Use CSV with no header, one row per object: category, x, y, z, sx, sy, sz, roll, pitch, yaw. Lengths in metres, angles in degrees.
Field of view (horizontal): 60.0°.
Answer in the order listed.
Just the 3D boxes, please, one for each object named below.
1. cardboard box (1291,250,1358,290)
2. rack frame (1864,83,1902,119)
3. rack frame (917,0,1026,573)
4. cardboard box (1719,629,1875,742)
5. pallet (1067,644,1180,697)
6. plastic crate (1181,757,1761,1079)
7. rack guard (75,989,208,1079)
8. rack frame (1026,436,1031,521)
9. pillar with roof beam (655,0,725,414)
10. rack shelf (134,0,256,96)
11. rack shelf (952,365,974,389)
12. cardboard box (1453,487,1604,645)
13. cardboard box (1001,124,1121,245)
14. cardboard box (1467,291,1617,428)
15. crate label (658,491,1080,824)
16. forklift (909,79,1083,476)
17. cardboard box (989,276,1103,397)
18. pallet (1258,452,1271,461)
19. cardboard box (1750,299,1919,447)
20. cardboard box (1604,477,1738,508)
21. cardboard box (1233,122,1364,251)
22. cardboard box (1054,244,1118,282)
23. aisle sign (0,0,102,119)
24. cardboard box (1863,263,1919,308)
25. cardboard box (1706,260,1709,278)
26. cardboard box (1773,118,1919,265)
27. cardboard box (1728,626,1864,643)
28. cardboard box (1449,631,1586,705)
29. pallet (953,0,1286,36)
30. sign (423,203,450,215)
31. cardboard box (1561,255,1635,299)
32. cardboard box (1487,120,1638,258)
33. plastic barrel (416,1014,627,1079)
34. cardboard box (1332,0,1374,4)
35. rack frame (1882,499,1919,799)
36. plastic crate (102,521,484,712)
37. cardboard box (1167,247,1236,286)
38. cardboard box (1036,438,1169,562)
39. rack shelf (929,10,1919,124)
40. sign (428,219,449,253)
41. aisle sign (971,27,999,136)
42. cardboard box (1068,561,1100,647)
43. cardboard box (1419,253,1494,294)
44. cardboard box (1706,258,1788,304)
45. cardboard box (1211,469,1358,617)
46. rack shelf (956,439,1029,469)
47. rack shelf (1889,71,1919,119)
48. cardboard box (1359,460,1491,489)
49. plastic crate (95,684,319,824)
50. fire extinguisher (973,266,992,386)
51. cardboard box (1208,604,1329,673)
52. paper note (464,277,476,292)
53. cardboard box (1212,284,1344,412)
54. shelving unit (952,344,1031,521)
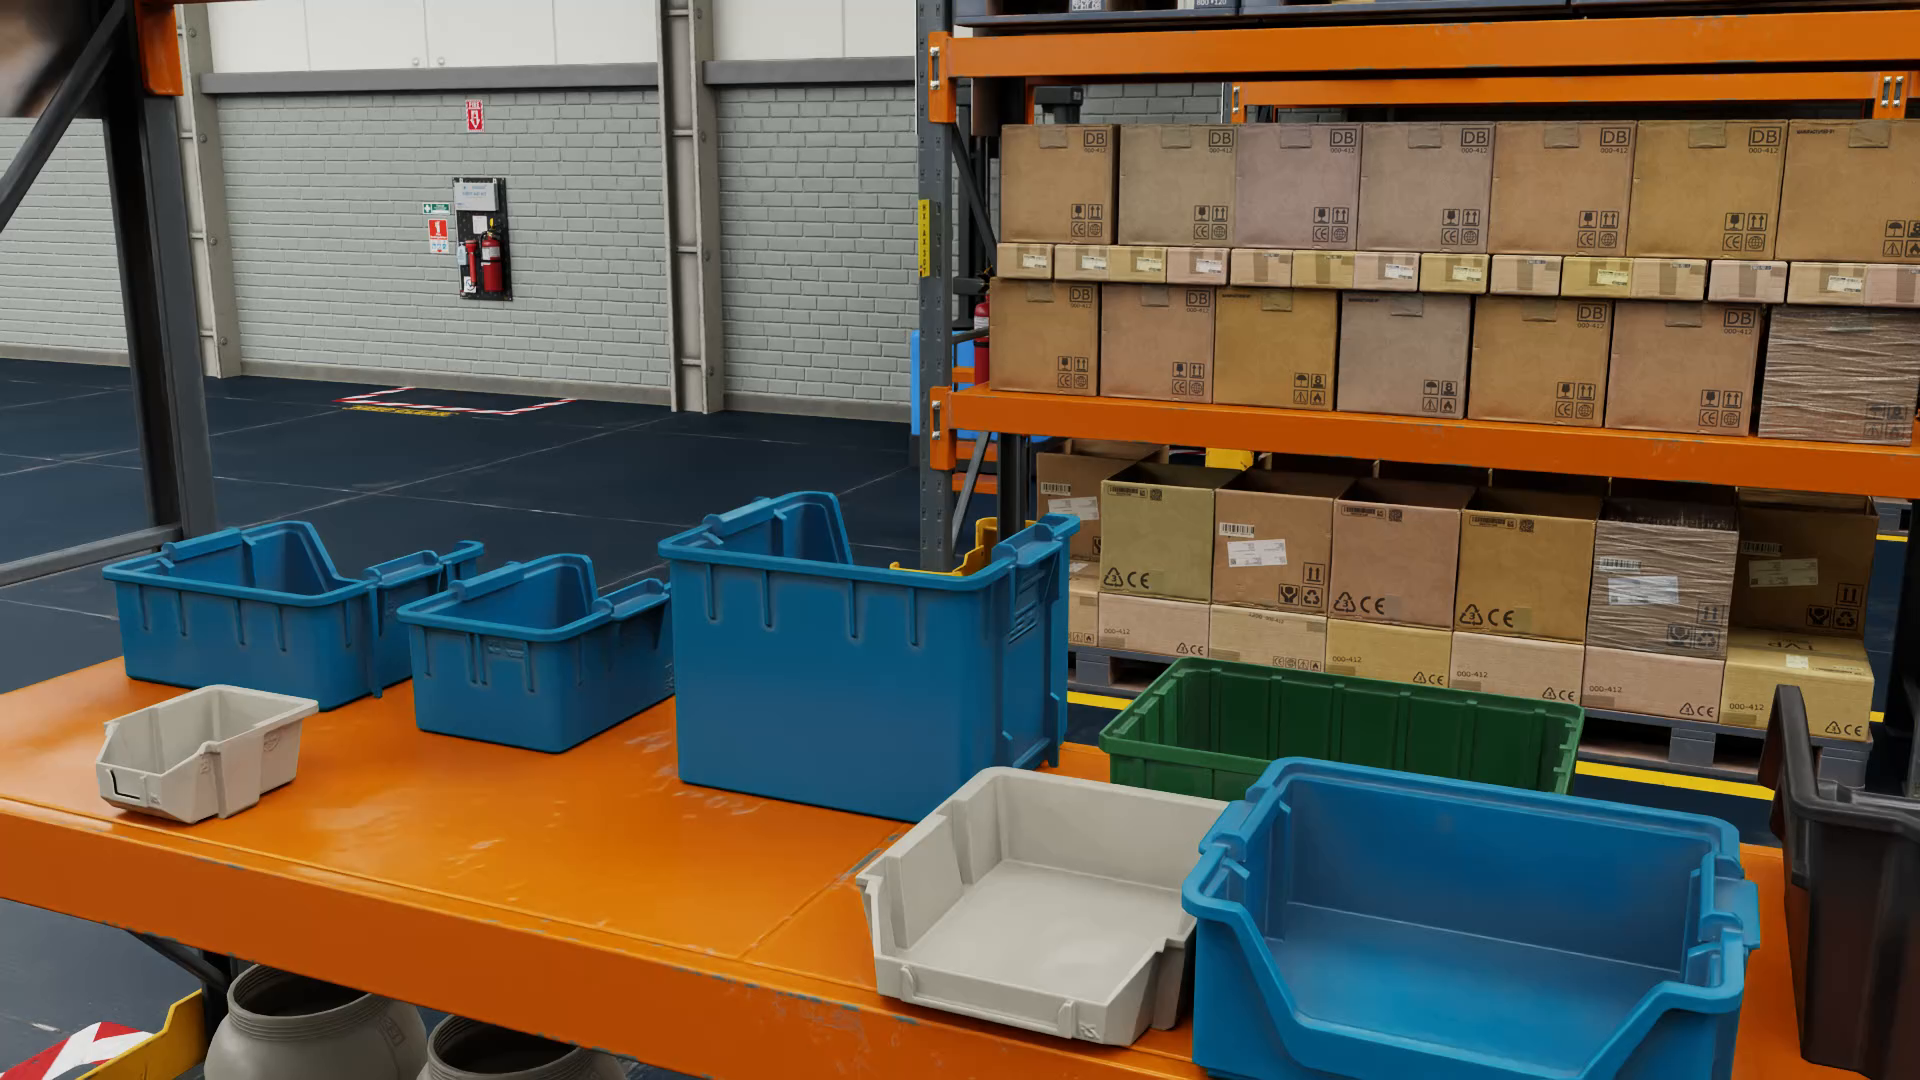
cardboard box,1.525,-1.118,6.816,0.250,0.149,0.380,6,14,23
rack frame,5.736,-1.619,10.588,0.127,3.000,1.000,6,14,23
rack frame,0.076,-0.954,7.754,0.127,3.000,1.000,6,14,23
cardboard box,3.220,0.553,6.431,0.500,0.250,0.500,6,14,23
pallet,0.792,0.466,7.808,1.213,0.211,1.003,6,14,23
plastic crate,0.601,0.477,1.981,0.616,0.251,0.499,6,14,23
rack guard,-1.846,1.294,3.644,0.348,0.500,1.175,6,14,23
rack frame,0.374,-0.546,9.956,0.015,1.200,0.240,6,14,23
pillar with roof beam,-4.161,-4.682,10.508,0.400,9.000,9.100,6,14,23
rack shelf,-0.106,-0.845,2.297,4.000,0.370,1.077,6,14,23
rack shelf,0.151,-0.951,9.963,0.480,0.148,0.258,6,14,23
cardboard box,2.309,0.094,6.747,0.500,0.500,0.500,6,14,23
cardboard box,0.546,-1.583,7.378,0.500,0.500,0.700,6,14,23
cardboard box,2.382,-0.767,6.738,0.500,0.500,0.700,6,14,24
crate label,-0.142,0.177,2.857,0.616,0.435,0.502,6,14,23
forklift,0.626,-2.173,13.099,1.130,2.935,3.031,5,14,20
cardboard box,0.497,-0.957,7.547,0.500,0.500,0.700,6,14,23
pallet,2.876,-0.542,12.102,1.213,0.211,1.003,6,14,23
cardboard box,3.324,-0.672,6.335,0.500,0.500,0.700,5,14,22
cardboard box,2.975,0.032,7.009,0.500,0.500,0.500,6,14,23
cardboard box,1.490,-1.489,6.978,0.500,0.500,0.700,6,14,23
cardboard box,0.590,-1.213,7.220,0.250,0.149,0.380,5,14,22
aisle sign,-1.880,-1.254,3.342,0.004,0.787,0.394,6,14,23
cardboard box,3.397,-0.929,6.008,0.250,0.149,0.380,6,14,23
cardboard box,4.720,-1.945,10.620,0.500,0.500,0.500,6,14,23
cardboard box,3.324,-1.304,6.187,0.500,0.500,0.700,6,14,24
cardboard box,3.432,0.444,6.896,0.500,0.250,0.500,6,14,23
cardboard box,2.304,0.462,6.821,0.500,0.250,0.500,6,14,23
pallet,0.711,-2.300,7.120,1.213,0.211,1.003,6,14,23
sign,-5.124,-3.242,16.269,0.331,0.109,0.001,6,14,23
cardboard box,2.468,-1.023,6.411,0.250,0.149,0.380,6,14,23
cardboard box,2.404,-1.397,6.583,0.500,0.500,0.700,6,14,23
plastic barrel,-0.843,1.178,3.194,0.421,0.512,0.421,0,13,0
cardboard box,2.760,-3.367,11.211,0.500,0.500,0.500,7,15,27
rack frame,3.733,-0.584,6.177,0.127,3.000,1.000,6,14,23
plastic crate,-1.355,0.137,3.432,0.616,0.251,0.499,6,14,23
cardboard box,1.047,-1.166,7.019,0.250,0.149,0.380,6,14,22
cardboard box,0.686,-0.197,7.988,0.500,0.500,0.500,6,14,23
rack shelf,1.904,-1.879,6.705,4.000,0.370,1.077,6,14,23
sign,-5.125,-2.987,16.339,0.234,0.329,0.001,6,14,23
aisle sign,0.134,-2.287,7.744,0.004,0.787,0.394,6,14,23
cardboard box,0.476,0.276,7.611,0.500,0.250,0.500,6,14,23
cardboard box,1.993,-1.070,6.612,0.250,0.149,0.380,6,15,25
cardboard box,2.932,-0.976,6.208,0.250,0.149,0.380,5,14,22
cardboard box,1.396,0.001,7.144,0.500,0.500,0.500,6,14,23
rack shelf,0.151,-0.503,10.068,0.480,0.148,0.258,6,14,23
rack shelf,7.564,-2.544,9.539,4.000,0.370,1.077,6,14,23
cardboard box,2.063,-0.061,7.408,0.500,0.500,0.500,6,14,23
plastic crate,-1.246,0.359,2.737,0.250,0.136,0.298,6,14,23
fire extinguisher,0.156,-1.024,8.223,0.183,0.674,0.296,6,14,23
cardboard box,1.391,0.368,7.219,0.500,0.250,0.500,6,14,23
paper note,-4.795,-2.499,16.265,0.142,0.148,0.016,6,14,23
cardboard box,1.431,-0.862,7.143,0.500,0.500,0.700,6,14,24
shelving unit,0.151,-0.569,10.053,0.503,1.200,0.258,6,14,23
